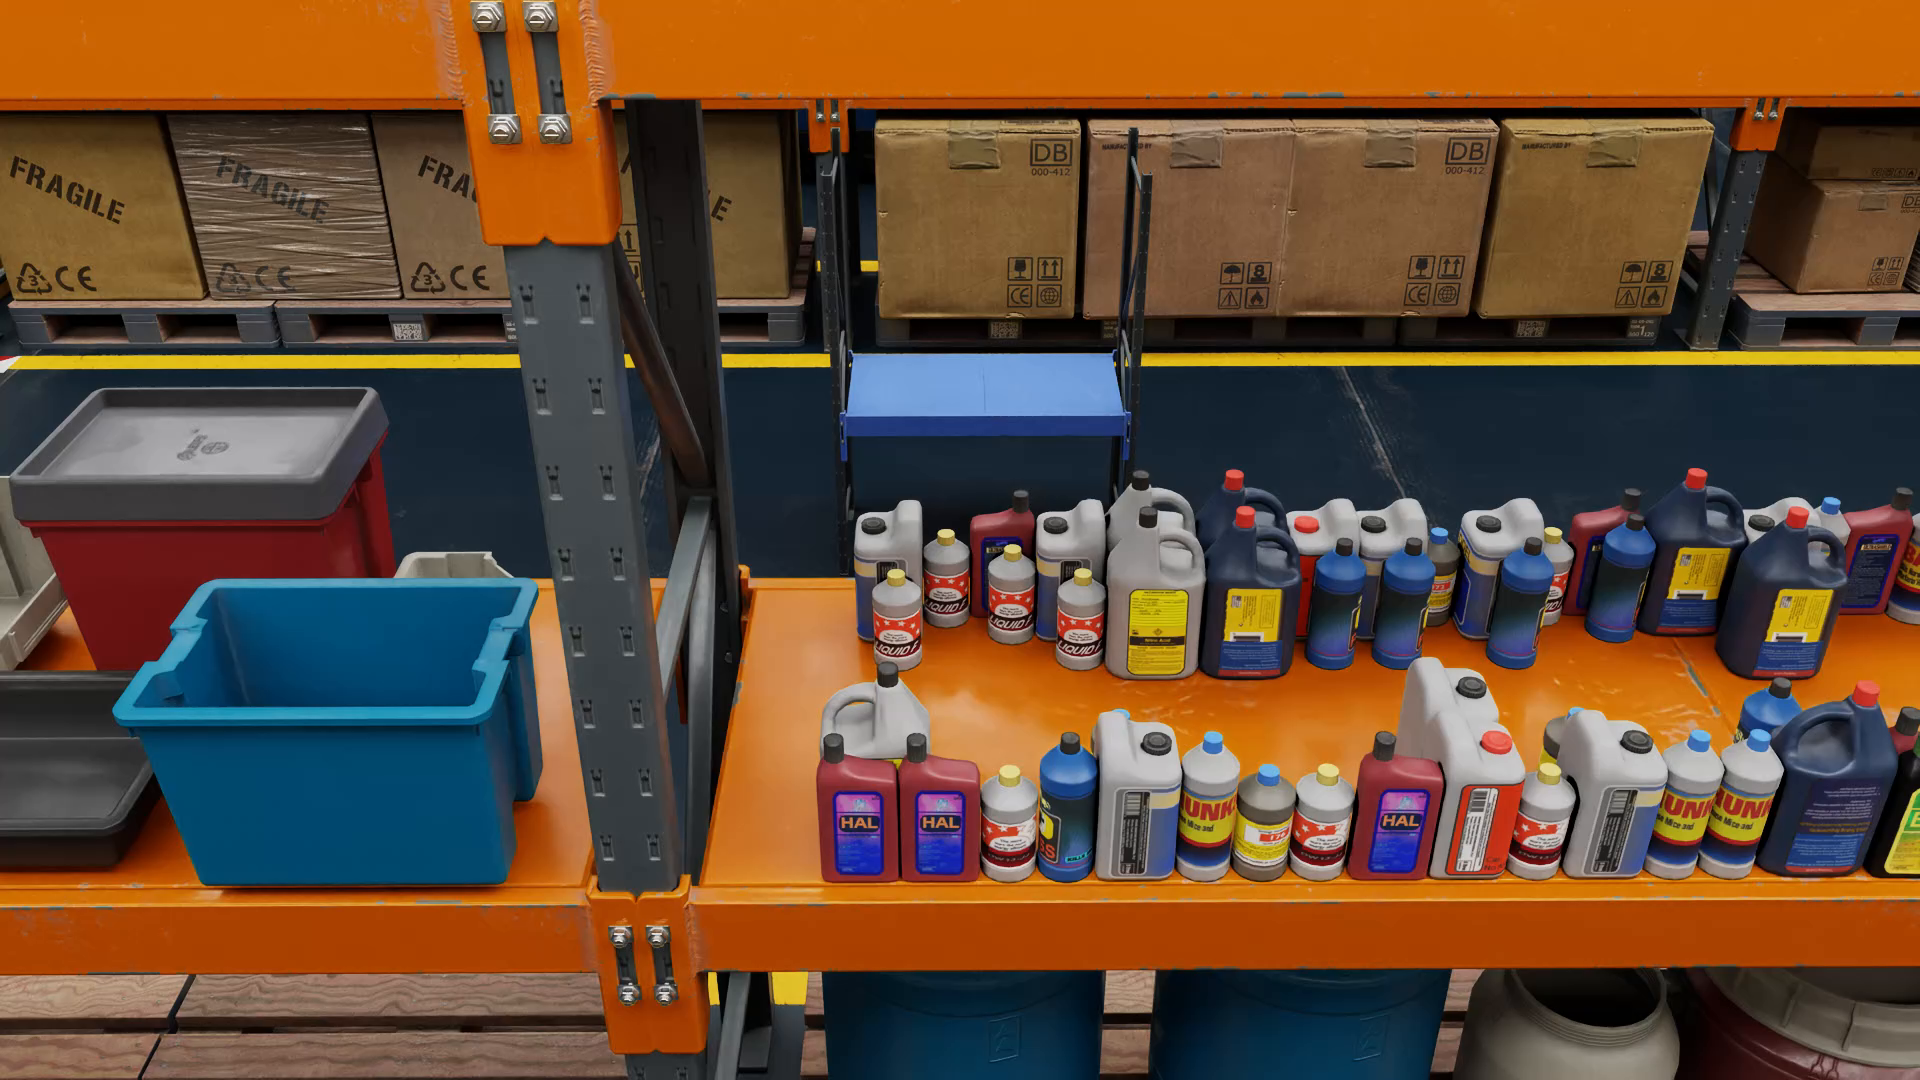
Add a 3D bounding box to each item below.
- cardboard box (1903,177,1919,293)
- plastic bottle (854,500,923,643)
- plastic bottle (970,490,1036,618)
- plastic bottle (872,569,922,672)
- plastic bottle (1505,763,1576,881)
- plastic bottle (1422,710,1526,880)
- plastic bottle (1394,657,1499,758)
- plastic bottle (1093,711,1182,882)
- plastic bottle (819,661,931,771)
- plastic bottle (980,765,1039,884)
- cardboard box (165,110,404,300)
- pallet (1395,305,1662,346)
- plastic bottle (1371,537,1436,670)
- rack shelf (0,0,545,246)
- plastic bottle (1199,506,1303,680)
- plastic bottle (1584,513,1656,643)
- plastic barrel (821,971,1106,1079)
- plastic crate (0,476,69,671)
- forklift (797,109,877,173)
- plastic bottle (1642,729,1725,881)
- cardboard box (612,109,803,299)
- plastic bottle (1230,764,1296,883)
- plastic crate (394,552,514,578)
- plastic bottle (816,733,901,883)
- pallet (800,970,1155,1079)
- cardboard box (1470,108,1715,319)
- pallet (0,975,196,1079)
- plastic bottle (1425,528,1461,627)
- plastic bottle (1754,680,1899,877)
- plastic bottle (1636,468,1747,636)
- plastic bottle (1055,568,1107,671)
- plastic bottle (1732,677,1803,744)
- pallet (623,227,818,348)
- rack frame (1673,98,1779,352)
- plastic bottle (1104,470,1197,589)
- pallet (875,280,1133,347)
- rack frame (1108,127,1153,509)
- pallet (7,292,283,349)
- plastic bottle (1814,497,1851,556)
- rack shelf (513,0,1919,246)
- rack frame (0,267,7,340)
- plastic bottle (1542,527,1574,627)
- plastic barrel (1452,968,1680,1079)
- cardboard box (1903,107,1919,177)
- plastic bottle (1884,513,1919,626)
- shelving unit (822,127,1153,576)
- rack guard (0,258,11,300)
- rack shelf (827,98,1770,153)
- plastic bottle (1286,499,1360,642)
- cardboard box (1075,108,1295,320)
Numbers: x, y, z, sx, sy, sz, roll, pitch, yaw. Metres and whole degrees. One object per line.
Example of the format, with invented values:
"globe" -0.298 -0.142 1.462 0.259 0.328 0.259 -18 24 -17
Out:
"cardboard box" 4.658 -1.551 7.900 0.500 0.500 0.700 -3 31 -4
"plastic bottle" -0.144 0.055 3.387 0.135 0.276 0.152 0 31 0
"plastic bottle" 0.087 0.028 3.425 0.133 0.283 0.061 0 31 0
"plastic bottle" -0.125 0.152 3.300 0.097 0.201 0.097 0 31 0
"plastic bottle" 0.971 0.463 2.786 0.097 0.201 0.097 0 31 0
"plastic bottle" 0.855 0.417 2.790 0.135 0.276 0.152 0 31 0
"plastic bottle" 0.854 0.339 2.920 0.135 0.276 0.152 0 31 0
"plastic bottle" 0.295 0.419 2.787 0.135 0.276 0.152 0 31 0
"plastic bottle" -0.142 0.359 2.814 0.185 0.351 0.144 0 31 0
"plastic bottle" 0.082 0.466 2.782 0.097 0.201 0.097 0 31 0
"cardboard box" -3.017 -1.703 7.809 0.875 0.875 0.875 0 31 0
"pallet" 2.645 -1.255 8.115 1.213 0.211 1.003 0 31 0
"plastic bottle" 0.879 0.119 3.287 0.097 0.271 0.097 0 31 0
"rack shelf" -2.536 -0.798 2.474 4.000 0.370 1.077 0 31 0
"plastic bottle" 0.567 0.094 3.251 0.185 0.351 0.144 0 31 0
"plastic bottle" 1.342 0.070 3.367 0.097 0.271 0.097 0 31 0
"plastic barrel" 0.008 0.896 3.500 0.708 0.901 0.600 0 31 0
"plastic crate" -2.064 0.105 3.241 0.530 0.282 0.437 0 31 0
"forklift" 0.069 -3.608 9.370 3.031 2.935 1.130 0 31 -1
"plastic bottle" 1.203 0.433 2.769 0.097 0.271 0.097 0 31 0
"cardboard box" -1.227 -1.709 7.818 0.875 0.875 0.875 0 31 0
"plastic bottle" 0.508 0.465 2.784 0.097 0.201 0.097 0 31 0
"plastic crate" -1.003 0.186 3.249 0.243 0.136 0.396 0 31 0
"plastic bottle" -0.167 0.441 2.744 0.133 0.283 0.061 0 31 0
"pallet" 0.236 1.382 3.768 1.213 0.211 1.003 0 31 0
"cardboard box" 2.744 -1.690 7.788 0.875 0.875 1.225 -2 31 -3
"pallet" -2.494 1.391 3.754 1.213 0.211 1.003 0 31 0
"plastic bottle" 0.976 0.069 3.435 0.097 0.201 0.097 0 31 0
"plastic bottle" 1.441 0.386 2.770 0.185 0.351 0.144 0 31 0
"plastic bottle" 1.482 0.016 3.379 0.185 0.351 0.144 0 31 0
"plastic bottle" 0.241 0.151 3.302 0.097 0.201 0.097 0 31 0
"plastic bottle" 1.397 0.357 2.894 0.097 0.271 0.097 0 31 0
"pallet" -1.327 -1.244 8.097 1.213 0.211 1.003 0 31 0
"rack frame" 3.434 -2.411 7.331 0.127 3.000 1.000 0 31 0
"plastic bottle" 0.381 0.020 3.374 0.185 0.351 0.144 0 31 0
"pallet" 0.205 -1.247 8.102 1.213 0.211 1.003 0 31 0
"rack frame" 0.594 -0.643 5.864 0.032 1.500 0.500 0 31 0
"pallet" -3.767 -1.236 8.084 1.213 0.211 1.003 0 31 0
"plastic bottle" 1.758 0.037 3.421 0.097 0.271 0.097 0 31 0
"rack shelf" 1.464 -0.810 2.495 4.000 0.370 1.077 0 31 0
"rack frame" -4.566 -2.386 7.290 0.127 3.000 1.000 0 31 0
"plastic bottle" 1.208 0.069 3.437 0.097 0.201 0.097 0 31 0
"plastic barrel" 1.281 1.105 3.531 0.421 0.512 0.421 0 31 0
"cardboard box" 4.634 -1.875 7.712 0.500 0.250 0.500 3 31 5
"plastic bottle" 1.989 0.036 3.422 0.097 0.271 0.097 0 31 0
"shelving unit" 0.085 -0.641 5.861 1.048 1.500 0.538 0 31 0
"rack guard" -4.590 -1.317 7.938 0.348 0.500 1.175 0 31 0
"rack shelf" 1.434 -2.097 7.508 4.000 0.370 1.077 0 31 0
"plastic bottle" 0.726 0.053 3.391 0.135 0.276 0.152 0 31 0
"cardboard box" 0.967 -1.685 7.779 0.875 0.875 1.225 -1 31 -2
